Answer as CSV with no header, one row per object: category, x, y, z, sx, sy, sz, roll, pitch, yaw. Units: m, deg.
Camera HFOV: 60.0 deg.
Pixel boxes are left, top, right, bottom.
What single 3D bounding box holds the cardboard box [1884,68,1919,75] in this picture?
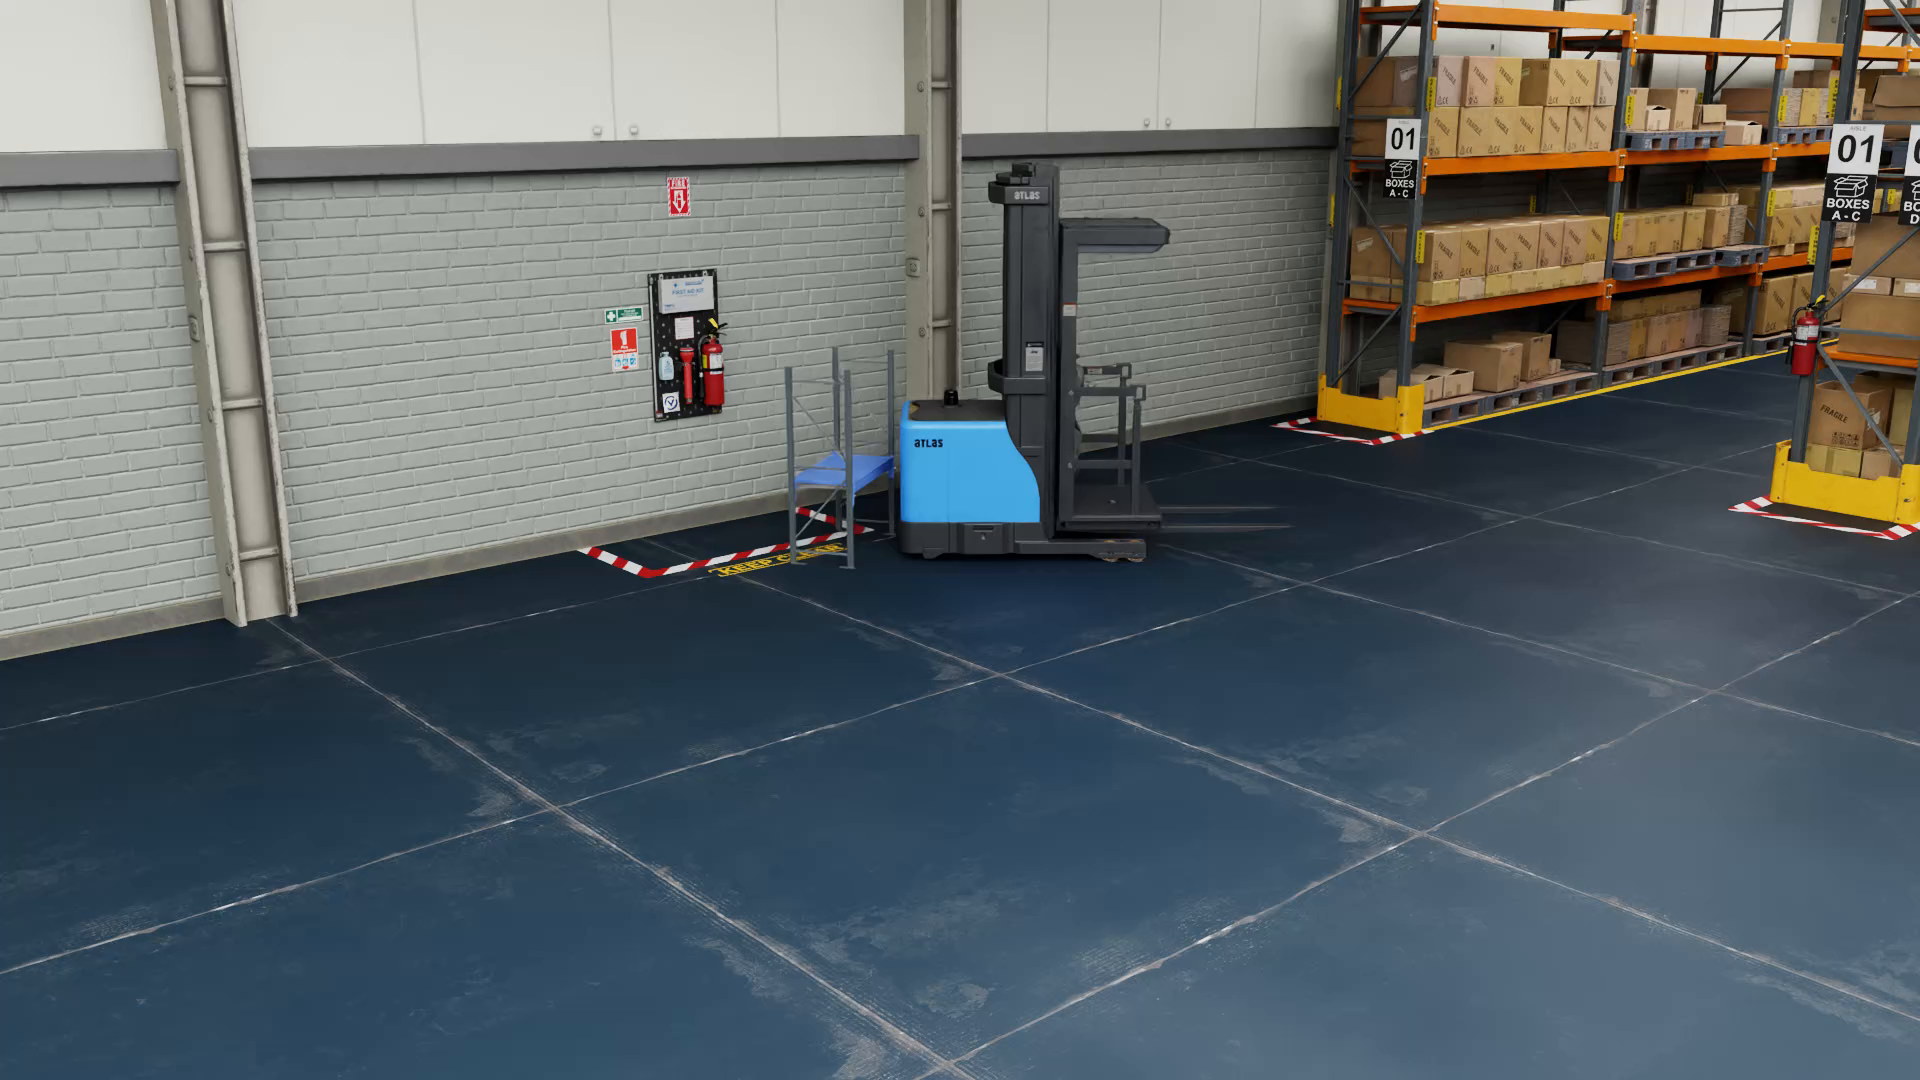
cardboard box,14.110,-6.768,24.792,0.500,0.500,0.500,-13,20,-40

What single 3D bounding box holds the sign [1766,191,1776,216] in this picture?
sign,10.734,-4.451,22.011,0.005,0.325,0.100,-13,19,-39

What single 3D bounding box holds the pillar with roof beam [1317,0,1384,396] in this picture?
pillar with roof beam,7.121,-5.026,14.628,0.400,9.000,9.100,-13,19,-39

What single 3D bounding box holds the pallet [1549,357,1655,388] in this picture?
pallet,7.939,-2.141,20.857,1.213,0.211,1.003,-13,19,-39

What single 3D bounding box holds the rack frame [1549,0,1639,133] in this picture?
rack frame,7.353,-6.255,19.228,0.127,3.000,1.000,-13,19,-39

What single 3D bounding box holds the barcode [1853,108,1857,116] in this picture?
barcode,7.501,-3.590,13.939,0.075,0.075,0.001,-13,19,-39

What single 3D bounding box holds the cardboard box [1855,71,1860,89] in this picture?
cardboard box,12.638,-6.660,24.060,0.500,0.250,0.500,-11,18,-35

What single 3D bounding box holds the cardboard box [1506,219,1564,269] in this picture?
cardboard box,6.439,-3.347,18.765,0.500,0.500,0.500,-13,20,-41

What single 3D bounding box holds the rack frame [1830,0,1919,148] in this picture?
rack frame,7.590,-4.613,13.083,0.127,3.000,1.000,-13,19,-39

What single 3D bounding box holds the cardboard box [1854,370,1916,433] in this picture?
cardboard box,8.544,-1.273,15.263,0.500,0.500,0.500,-13,19,-39

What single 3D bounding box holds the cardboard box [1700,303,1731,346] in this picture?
cardboard box,9.861,-2.907,22.310,0.500,0.500,0.700,-12,19,-39

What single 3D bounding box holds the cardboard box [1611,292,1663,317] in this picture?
cardboard box,8.617,-3.016,21.265,0.500,0.250,0.500,-13,20,-41

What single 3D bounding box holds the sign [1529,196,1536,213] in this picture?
sign,6.986,-4.023,20.255,0.005,0.325,0.100,-13,19,-39

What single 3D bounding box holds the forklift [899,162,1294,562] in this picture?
forklift,1.046,-1.384,12.753,3.031,2.935,1.130,0,15,-1

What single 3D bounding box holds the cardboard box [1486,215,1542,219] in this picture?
cardboard box,6.468,-3.530,19.451,0.500,0.500,0.500,-13,20,-40

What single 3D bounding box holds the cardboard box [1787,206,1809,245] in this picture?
cardboard box,11.306,-4.355,22.932,0.500,0.500,0.500,-12,19,-38

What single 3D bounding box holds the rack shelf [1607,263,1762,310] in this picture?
rack shelf,8.861,-3.347,21.364,4.000,0.370,1.077,-13,19,-39

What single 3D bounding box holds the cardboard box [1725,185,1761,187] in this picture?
cardboard box,10.935,-4.812,23.191,0.500,0.250,0.500,-13,20,-41

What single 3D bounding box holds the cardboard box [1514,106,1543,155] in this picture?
cardboard box,5.959,-4.461,18.095,0.500,0.500,0.500,-11,19,-36

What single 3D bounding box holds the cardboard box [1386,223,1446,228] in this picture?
cardboard box,4.937,-3.183,18.152,0.500,0.500,0.500,-12,19,-39

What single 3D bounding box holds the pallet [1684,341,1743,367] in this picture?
pallet,9.780,-2.555,22.405,1.213,0.211,1.003,-13,19,-39

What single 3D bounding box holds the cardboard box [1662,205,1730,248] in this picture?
cardboard box,9.618,-4.113,21.790,0.700,0.500,0.500,14,20,42

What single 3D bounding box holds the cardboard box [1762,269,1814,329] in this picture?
cardboard box,11.676,-3.444,23.684,0.750,0.750,0.750,-13,20,-40

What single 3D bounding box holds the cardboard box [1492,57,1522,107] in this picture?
cardboard box,5.576,-4.851,17.616,0.500,0.500,0.500,-12,19,-38

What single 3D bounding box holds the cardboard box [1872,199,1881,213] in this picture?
cardboard box,13.205,-4.786,24.546,0.500,0.500,0.500,-13,20,-40

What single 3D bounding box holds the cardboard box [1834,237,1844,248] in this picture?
cardboard box,12.530,-4.320,24.059,0.250,0.149,0.380,-13,19,-39

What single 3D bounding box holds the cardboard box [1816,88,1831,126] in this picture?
cardboard box,11.854,-6.115,23.470,0.500,0.500,0.700,-13,20,-39

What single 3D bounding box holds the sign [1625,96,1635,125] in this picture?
sign,7.715,-4.951,19.158,0.005,0.325,0.100,-13,19,-39

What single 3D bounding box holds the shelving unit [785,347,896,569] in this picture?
shelving unit,-0.902,-0.655,12.796,0.538,1.500,1.048,4,16,15

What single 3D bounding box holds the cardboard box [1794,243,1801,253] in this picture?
cardboard box,11.521,-4.115,23.290,0.250,0.149,0.380,-12,19,-38

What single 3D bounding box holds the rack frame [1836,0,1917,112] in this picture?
rack frame,13.388,-7.610,24.302,0.127,3.000,1.000,-13,19,-39

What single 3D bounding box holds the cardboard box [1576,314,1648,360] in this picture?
cardboard box,8.254,-2.586,21.111,0.500,0.500,0.700,-13,20,-40

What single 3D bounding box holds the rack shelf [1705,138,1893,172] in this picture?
rack shelf,11.879,-5.474,23.513,4.000,0.370,1.077,-13,19,-39

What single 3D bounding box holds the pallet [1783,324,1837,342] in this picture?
pallet,11.934,-3.011,24.114,1.213,0.211,1.003,-13,19,-39

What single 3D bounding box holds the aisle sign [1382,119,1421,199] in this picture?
aisle sign,4.478,-3.864,16.866,0.004,0.787,0.394,-13,19,-39

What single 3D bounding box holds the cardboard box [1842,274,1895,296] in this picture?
cardboard box,7.753,-2.178,14.142,0.250,0.149,0.380,-13,20,-40

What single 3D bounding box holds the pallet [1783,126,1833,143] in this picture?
pallet,11.663,-5.701,23.335,1.213,0.211,1.003,-12,19,-37

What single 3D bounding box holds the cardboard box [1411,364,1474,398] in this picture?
cardboard box,5.346,-1.788,18.491,0.500,0.311,0.500,-11,18,-35

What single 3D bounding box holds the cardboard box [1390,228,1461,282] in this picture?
cardboard box,4.893,-3.000,17.469,0.500,0.500,0.500,-13,19,-39

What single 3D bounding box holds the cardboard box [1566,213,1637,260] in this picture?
cardboard box,7.759,-3.697,20.231,0.500,0.500,0.700,-13,19,-39

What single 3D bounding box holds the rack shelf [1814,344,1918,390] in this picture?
rack shelf,9.099,-1.706,15.219,4.000,0.370,1.077,-13,19,-39

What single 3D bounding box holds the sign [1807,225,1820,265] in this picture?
sign,7.244,-2.497,14.082,0.005,0.325,0.100,-13,19,-39

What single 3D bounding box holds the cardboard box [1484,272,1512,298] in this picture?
cardboard box,5.682,-2.813,18.219,0.500,0.250,0.500,-13,20,-40

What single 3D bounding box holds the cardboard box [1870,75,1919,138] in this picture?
cardboard box,8.026,-3.581,13.746,0.637,0.503,0.797,-11,18,-36

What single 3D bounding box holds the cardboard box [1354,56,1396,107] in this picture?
cardboard box,4.489,-4.793,17.398,0.500,0.500,0.500,-12,19,-37

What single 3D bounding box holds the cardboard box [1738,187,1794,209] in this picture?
cardboard box,10.904,-4.629,22.507,0.500,0.250,0.500,-12,19,-38

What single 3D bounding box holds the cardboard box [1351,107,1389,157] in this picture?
cardboard box,4.484,-4.306,17.512,0.500,0.500,0.500,-11,18,-35

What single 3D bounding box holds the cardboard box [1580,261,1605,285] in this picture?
cardboard box,7.194,-3.154,19.498,0.500,0.250,0.500,-13,19,-39

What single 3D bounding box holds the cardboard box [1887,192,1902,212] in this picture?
cardboard box,13.808,-4.945,25.369,0.700,0.700,0.980,-12,19,-39

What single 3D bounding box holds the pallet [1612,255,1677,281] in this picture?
pallet,8.025,-3.365,20.406,1.213,0.211,1.003,-13,19,-39

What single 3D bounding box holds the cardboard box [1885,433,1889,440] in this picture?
cardboard box,8.170,-0.825,15.040,0.500,0.250,0.500,-13,19,-39

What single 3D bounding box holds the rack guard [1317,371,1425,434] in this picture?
rack guard,4.392,-1.484,17.836,0.348,0.500,1.175,-13,19,-39
